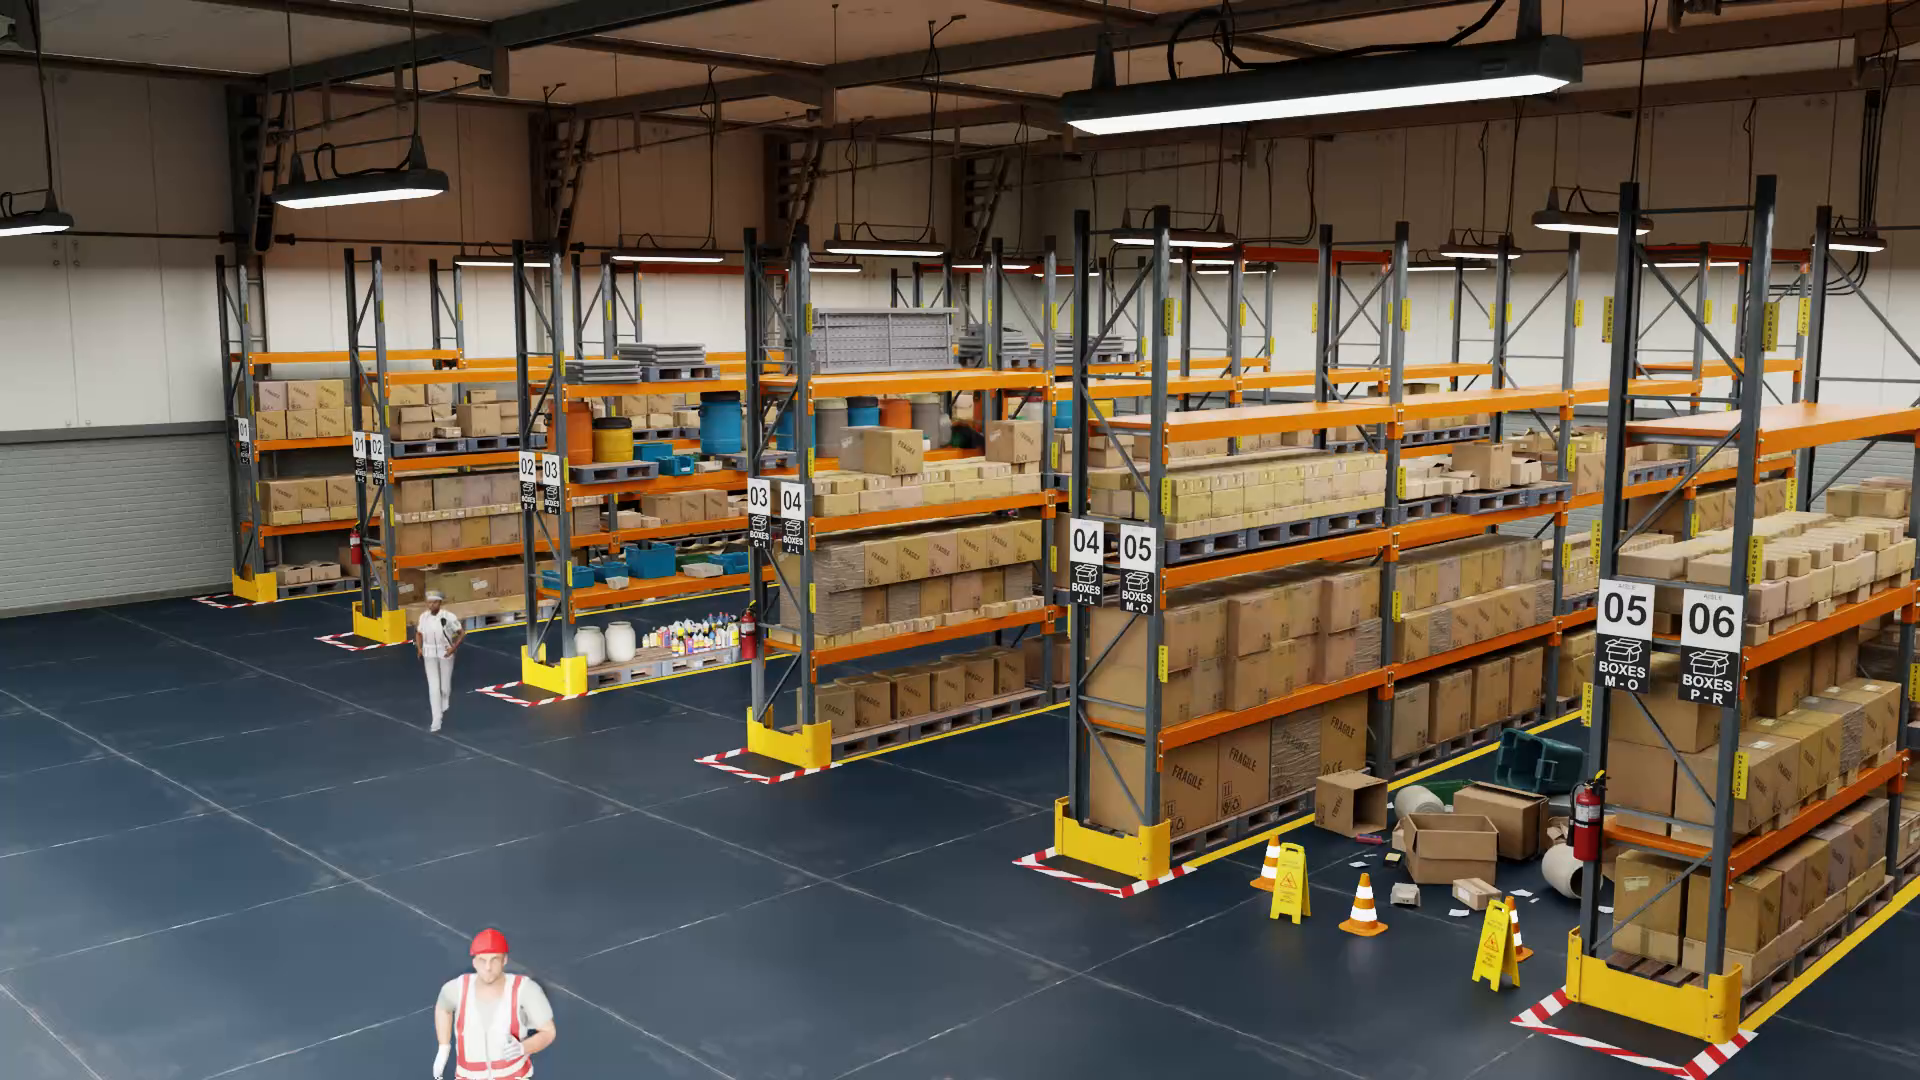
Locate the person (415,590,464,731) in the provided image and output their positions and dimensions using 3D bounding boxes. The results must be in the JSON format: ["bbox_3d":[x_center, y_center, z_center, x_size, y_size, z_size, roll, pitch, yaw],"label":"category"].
[{"bbox_3d":[-6.401,1.435,20.494,0.594,1.705,0.780,-1,8,-7],"label":"person"}]

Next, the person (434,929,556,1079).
[{"bbox_3d":[-2.542,2.969,9.112,0.662,1.777,1.005,-2,8,-12],"label":"person"}]
